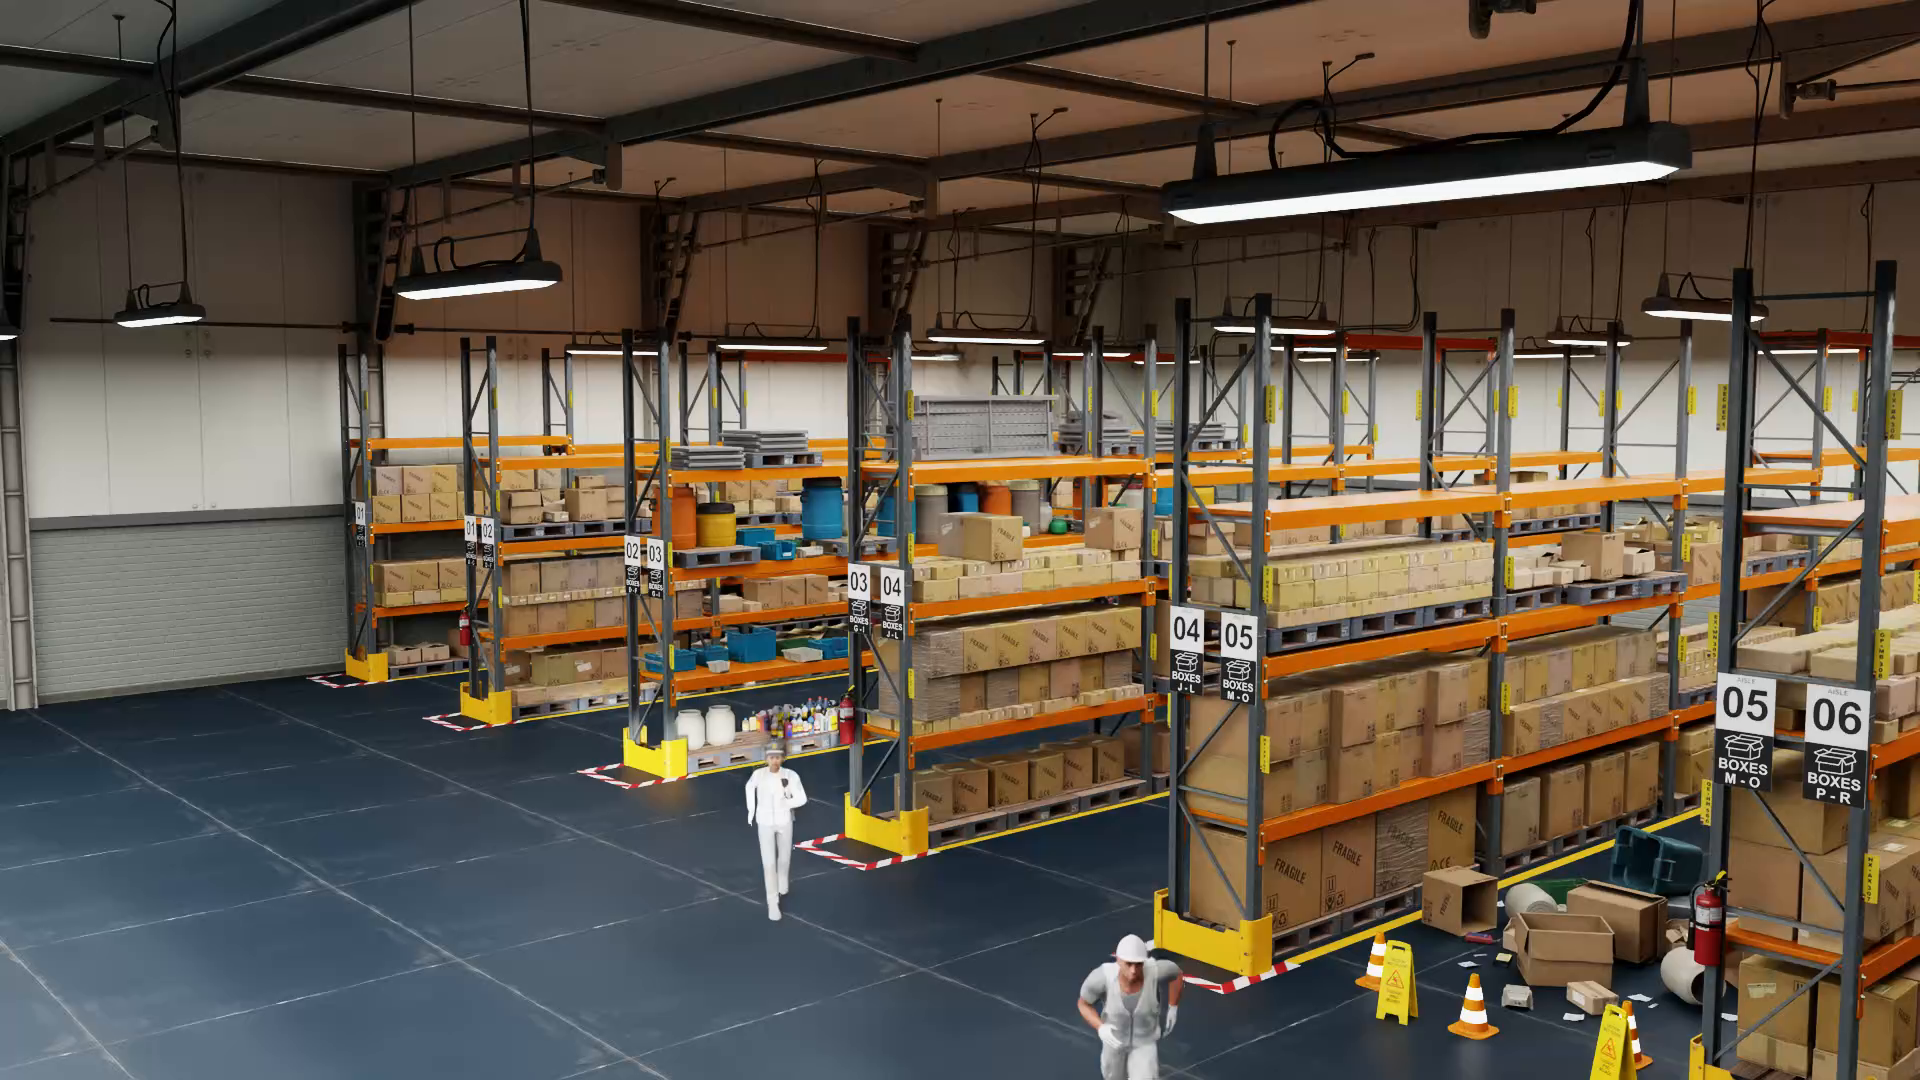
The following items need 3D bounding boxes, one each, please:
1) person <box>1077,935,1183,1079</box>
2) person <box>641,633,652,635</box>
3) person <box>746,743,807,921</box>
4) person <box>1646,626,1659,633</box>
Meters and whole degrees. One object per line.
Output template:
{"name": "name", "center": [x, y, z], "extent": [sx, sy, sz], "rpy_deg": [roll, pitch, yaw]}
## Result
{"name": "person", "center": [1.116, 3.355, 11.029], "extent": [0.703, 1.729, 1.040], "rpy_deg": [0, 5, -1]}
{"name": "person", "center": [-5.739, 1.704, 30.023], "extent": [0.531, 1.557, 0.539], "rpy_deg": [4, 7, 41]}
{"name": "person", "center": [-1.825, 2.816, 16.514], "extent": [0.608, 1.684, 0.942], "rpy_deg": [0, 5, -5]}
{"name": "person", "center": [10.170, 2.120, 24.412], "extent": [0.646, 1.751, 0.708], "rpy_deg": [-4, 6, -35]}
